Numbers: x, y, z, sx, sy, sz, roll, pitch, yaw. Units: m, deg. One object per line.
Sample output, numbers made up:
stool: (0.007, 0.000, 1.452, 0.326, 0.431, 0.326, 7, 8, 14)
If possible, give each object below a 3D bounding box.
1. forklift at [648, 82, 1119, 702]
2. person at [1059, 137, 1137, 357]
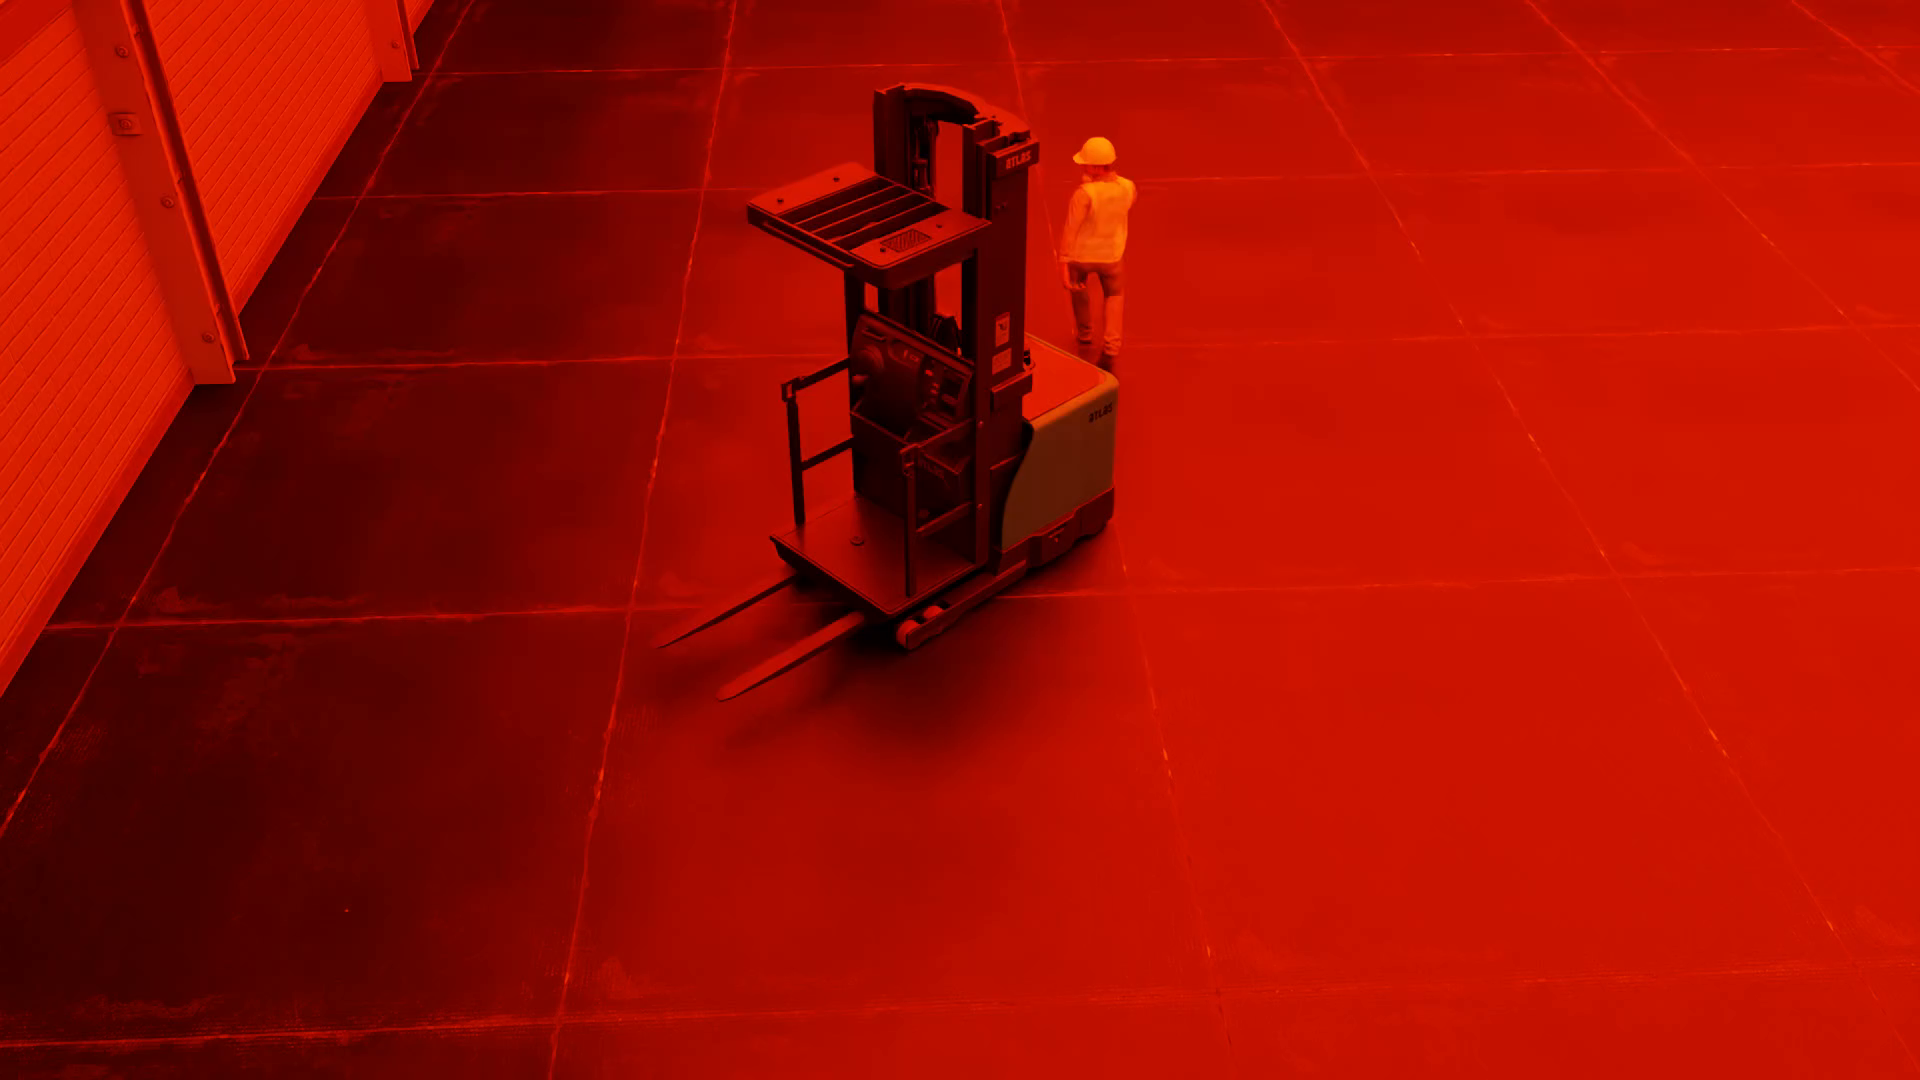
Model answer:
forklift: (-0.431, -0.898, 9.244, 3.031, 2.935, 1.130, -30, 45, -34)
person: (0.965, -2.095, 11.961, 0.582, 1.692, 0.824, -2, 36, -3)
